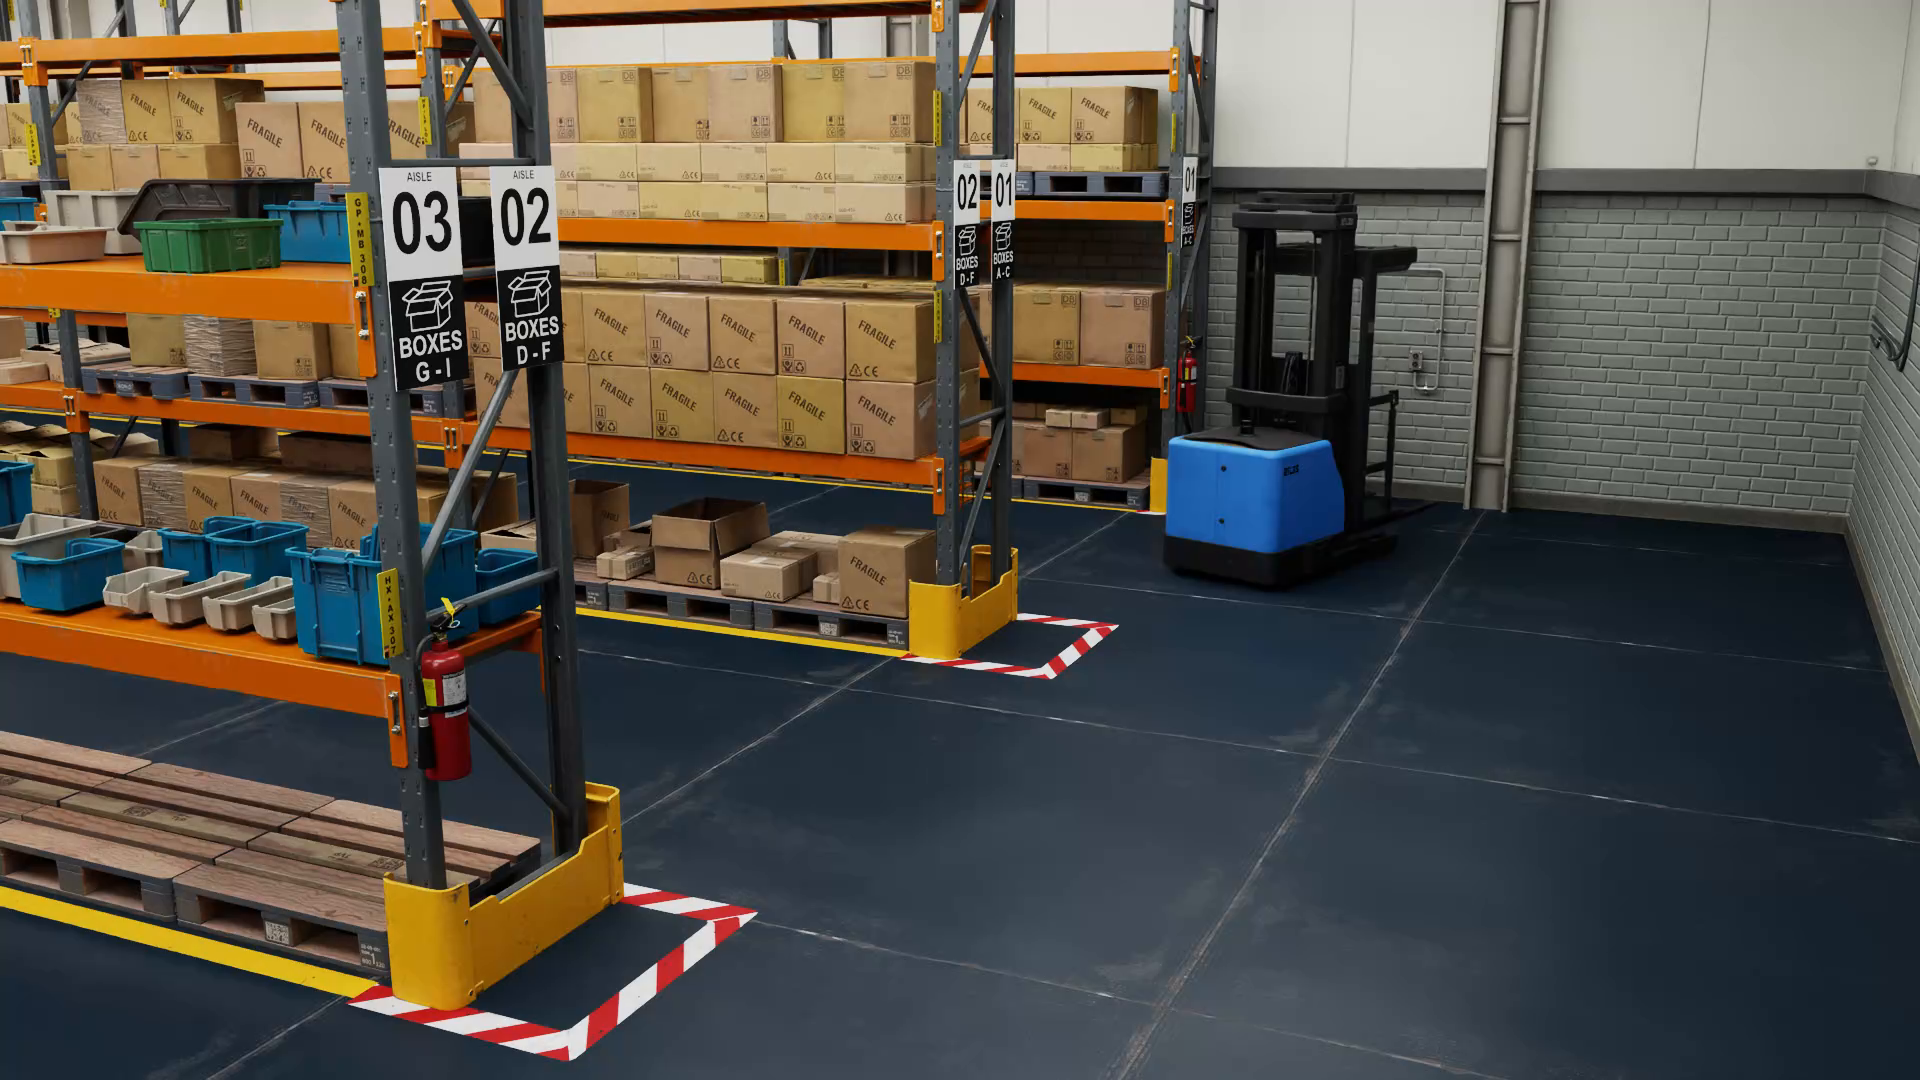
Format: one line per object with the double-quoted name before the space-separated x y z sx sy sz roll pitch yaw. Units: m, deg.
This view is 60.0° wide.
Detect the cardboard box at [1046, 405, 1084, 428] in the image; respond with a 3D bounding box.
"cardboard box" 1.003 -1.177 15.839 0.250 0.149 0.380 6 15 25

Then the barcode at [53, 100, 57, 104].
"barcode" -11.668 -5.640 21.437 0.075 0.075 0.001 6 14 23

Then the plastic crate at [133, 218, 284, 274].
"plastic crate" -2.921 -1.152 6.498 0.336 0.188 0.450 6 14 23

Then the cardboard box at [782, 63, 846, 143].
"cardboard box" -0.793 -2.902 11.081 0.500 0.500 0.700 6 14 23

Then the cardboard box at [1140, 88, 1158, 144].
"cardboard box" 1.539 -3.956 15.532 0.500 0.500 0.500 5 14 21

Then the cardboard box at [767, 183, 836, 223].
"cardboard box" -0.923 -2.226 10.938 0.500 0.250 0.500 6 14 23

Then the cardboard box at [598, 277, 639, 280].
"cardboard box" -3.457 -2.535 17.578 0.500 0.500 0.500 6 15 25

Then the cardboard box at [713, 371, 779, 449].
"cardboard box" -1.343 -0.926 11.415 0.500 0.500 0.500 6 14 24

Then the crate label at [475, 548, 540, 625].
"crate label" -1.996 0.197 7.084 0.303 0.233 0.416 6 14 23

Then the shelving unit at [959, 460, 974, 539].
"shelving unit" -0.013 -0.585 14.123 0.189 1.200 0.258 6 14 23

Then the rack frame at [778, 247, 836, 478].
"rack frame" -1.548 -2.203 17.077 0.127 3.000 1.000 6 14 23

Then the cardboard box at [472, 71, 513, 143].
"cardboard box" -3.091 -3.127 12.040 0.500 0.500 0.700 6 14 23

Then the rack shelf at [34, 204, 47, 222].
"rack shelf" -9.037 -2.833 14.772 4.000 0.370 1.077 6 14 23

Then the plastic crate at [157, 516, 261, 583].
"plastic crate" -3.474 0.047 7.722 0.300 0.233 0.416 6 14 23

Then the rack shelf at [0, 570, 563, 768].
"rack shelf" -3.732 0.402 7.552 4.000 0.370 1.077 6 14 23

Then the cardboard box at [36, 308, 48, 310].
"cardboard box" -11.258 -3.045 20.951 0.500 0.250 0.500 6 14 22

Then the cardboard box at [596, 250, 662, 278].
"cardboard box" -3.475 -2.905 17.512 0.500 0.250 0.500 5 14 22

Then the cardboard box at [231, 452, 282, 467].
"cardboard box" -5.785 -0.450 14.115 0.500 0.500 0.500 5 14 21

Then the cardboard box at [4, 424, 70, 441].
"cardboard box" -8.517 -0.881 15.316 0.500 0.311 0.500 5 14 22

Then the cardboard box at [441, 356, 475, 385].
"cardboard box" -3.894 -1.512 12.993 0.500 0.500 0.700 1 13 4

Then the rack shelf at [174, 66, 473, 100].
"rack shelf" -7.034 -5.134 18.886 4.000 0.370 1.077 6 14 23

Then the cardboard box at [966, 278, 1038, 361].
"cardboard box" 0.276 -2.161 16.244 0.700 0.700 0.980 5 14 21

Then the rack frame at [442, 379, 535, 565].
"rack frame" -3.551 -1.168 12.666 0.127 3.000 1.000 6 14 23

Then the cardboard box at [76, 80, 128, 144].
"cardboard box" -6.812 -3.492 13.598 0.500 0.500 0.500 6 14 23

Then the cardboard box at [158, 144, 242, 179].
"cardboard box" -5.854 -2.918 13.341 0.500 0.500 0.910 6 14 23

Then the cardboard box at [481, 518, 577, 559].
"cardboard box" -3.255 0.011 12.565 0.500 0.311 0.500 6 14 23

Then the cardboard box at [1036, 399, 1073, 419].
"cardboard box" 0.932 -1.280 16.277 0.250 0.149 0.380 6 14 24

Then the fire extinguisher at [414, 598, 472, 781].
"fire extinguisher" -1.950 0.564 6.269 0.183 0.674 0.296 6 14 23

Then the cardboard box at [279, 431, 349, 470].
"cardboard box" -5.268 -0.765 13.815 0.500 0.250 0.500 5 14 22

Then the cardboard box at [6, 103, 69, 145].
"cardboard box" -11.355 -5.130 20.536 0.500 0.500 0.500 6 15 25

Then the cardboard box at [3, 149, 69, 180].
"cardboard box" -7.646 -3.160 13.999 0.500 0.250 0.500 5 14 19

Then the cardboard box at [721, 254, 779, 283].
"cardboard box" -2.079 -2.761 16.900 0.500 0.250 0.500 6 15 25

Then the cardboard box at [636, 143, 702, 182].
"cardboard box" -1.840 -2.561 11.271 0.500 0.250 0.500 6 14 23

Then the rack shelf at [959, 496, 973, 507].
"rack shelf" -0.013 -0.309 14.188 0.180 0.103 0.258 6 14 23

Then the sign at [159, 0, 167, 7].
"sign" -9.099 -6.246 18.955 0.005 0.325 0.100 6 14 23

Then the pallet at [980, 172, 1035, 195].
"pallet" 0.307 -3.429 15.930 1.213 0.211 1.003 6 14 23

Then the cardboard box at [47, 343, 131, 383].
"cardboard box" -7.523 -1.538 14.436 0.500 0.311 0.500 7 15 27

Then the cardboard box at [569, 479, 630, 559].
"cardboard box" -2.915 -0.172 12.929 0.500 0.500 0.500 6 14 23

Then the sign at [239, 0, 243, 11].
"sign" -8.643 -6.512 19.918 0.005 0.325 0.100 6 14 23

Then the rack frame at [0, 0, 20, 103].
"rack frame" -12.520 -6.234 21.124 0.127 3.000 1.000 6 14 23

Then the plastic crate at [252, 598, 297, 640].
"plastic crate" -2.723 0.298 6.865 0.243 0.136 0.396 6 14 23

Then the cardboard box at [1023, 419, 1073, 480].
"cardboard box" 0.971 -0.911 16.122 0.500 0.500 0.700 6 14 23

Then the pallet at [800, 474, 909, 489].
"pallet" -0.885 -0.759 17.026 1.213 0.211 1.003 6 14 23

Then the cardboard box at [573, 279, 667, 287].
"cardboard box" -2.515 -1.664 12.372 0.500 0.500 0.500 5 14 22

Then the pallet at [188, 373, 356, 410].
"pallet" -5.428 -1.266 13.503 1.213 0.211 1.003 6 14 23

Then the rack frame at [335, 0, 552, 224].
"rack frame" -1.904 -2.684 5.996 0.127 3.000 1.000 6 14 23

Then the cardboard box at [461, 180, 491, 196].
"cardboard box" -3.207 -2.459 11.929 0.500 0.250 0.500 6 14 23

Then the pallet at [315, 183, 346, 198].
"pallet" -5.069 -2.707 13.071 1.003 0.211 1.213 6 14 23

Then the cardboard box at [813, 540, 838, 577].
"cardboard box" -0.733 0.171 12.017 0.500 0.250 0.500 6 14 23

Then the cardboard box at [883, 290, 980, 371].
"cardboard box" -0.193 -1.429 11.373 0.500 0.500 0.500 6 15 25

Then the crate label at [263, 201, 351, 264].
"crate label" -2.616 -1.304 7.007 0.502 0.251 0.408 6 14 23

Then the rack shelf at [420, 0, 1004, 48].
"rack shelf" -1.723 -3.552 11.275 4.000 0.370 1.077 6 14 23

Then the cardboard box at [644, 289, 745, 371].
"cardboard box" -1.820 -1.458 11.495 0.500 0.500 0.500 6 15 25

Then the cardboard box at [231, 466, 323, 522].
"cardboard box" -5.491 -0.292 13.440 0.500 0.500 0.500 5 14 21

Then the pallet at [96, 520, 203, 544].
"pallet" -6.541 -0.104 14.234 1.213 0.211 1.003 6 14 23

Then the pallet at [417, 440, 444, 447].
"pallet" -5.919 -1.288 19.283 1.213 0.211 1.003 6 14 23

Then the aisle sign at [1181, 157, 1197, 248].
"aisle sign" 2.053 -3.029 14.907 0.004 0.787 0.394 6 14 23

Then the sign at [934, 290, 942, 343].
"sign" -0.137 -1.401 10.435 0.005 0.325 0.100 6 14 23

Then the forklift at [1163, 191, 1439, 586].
"forklift" 2.975 -1.349 13.588 1.130 2.935 3.031 12 18 41
